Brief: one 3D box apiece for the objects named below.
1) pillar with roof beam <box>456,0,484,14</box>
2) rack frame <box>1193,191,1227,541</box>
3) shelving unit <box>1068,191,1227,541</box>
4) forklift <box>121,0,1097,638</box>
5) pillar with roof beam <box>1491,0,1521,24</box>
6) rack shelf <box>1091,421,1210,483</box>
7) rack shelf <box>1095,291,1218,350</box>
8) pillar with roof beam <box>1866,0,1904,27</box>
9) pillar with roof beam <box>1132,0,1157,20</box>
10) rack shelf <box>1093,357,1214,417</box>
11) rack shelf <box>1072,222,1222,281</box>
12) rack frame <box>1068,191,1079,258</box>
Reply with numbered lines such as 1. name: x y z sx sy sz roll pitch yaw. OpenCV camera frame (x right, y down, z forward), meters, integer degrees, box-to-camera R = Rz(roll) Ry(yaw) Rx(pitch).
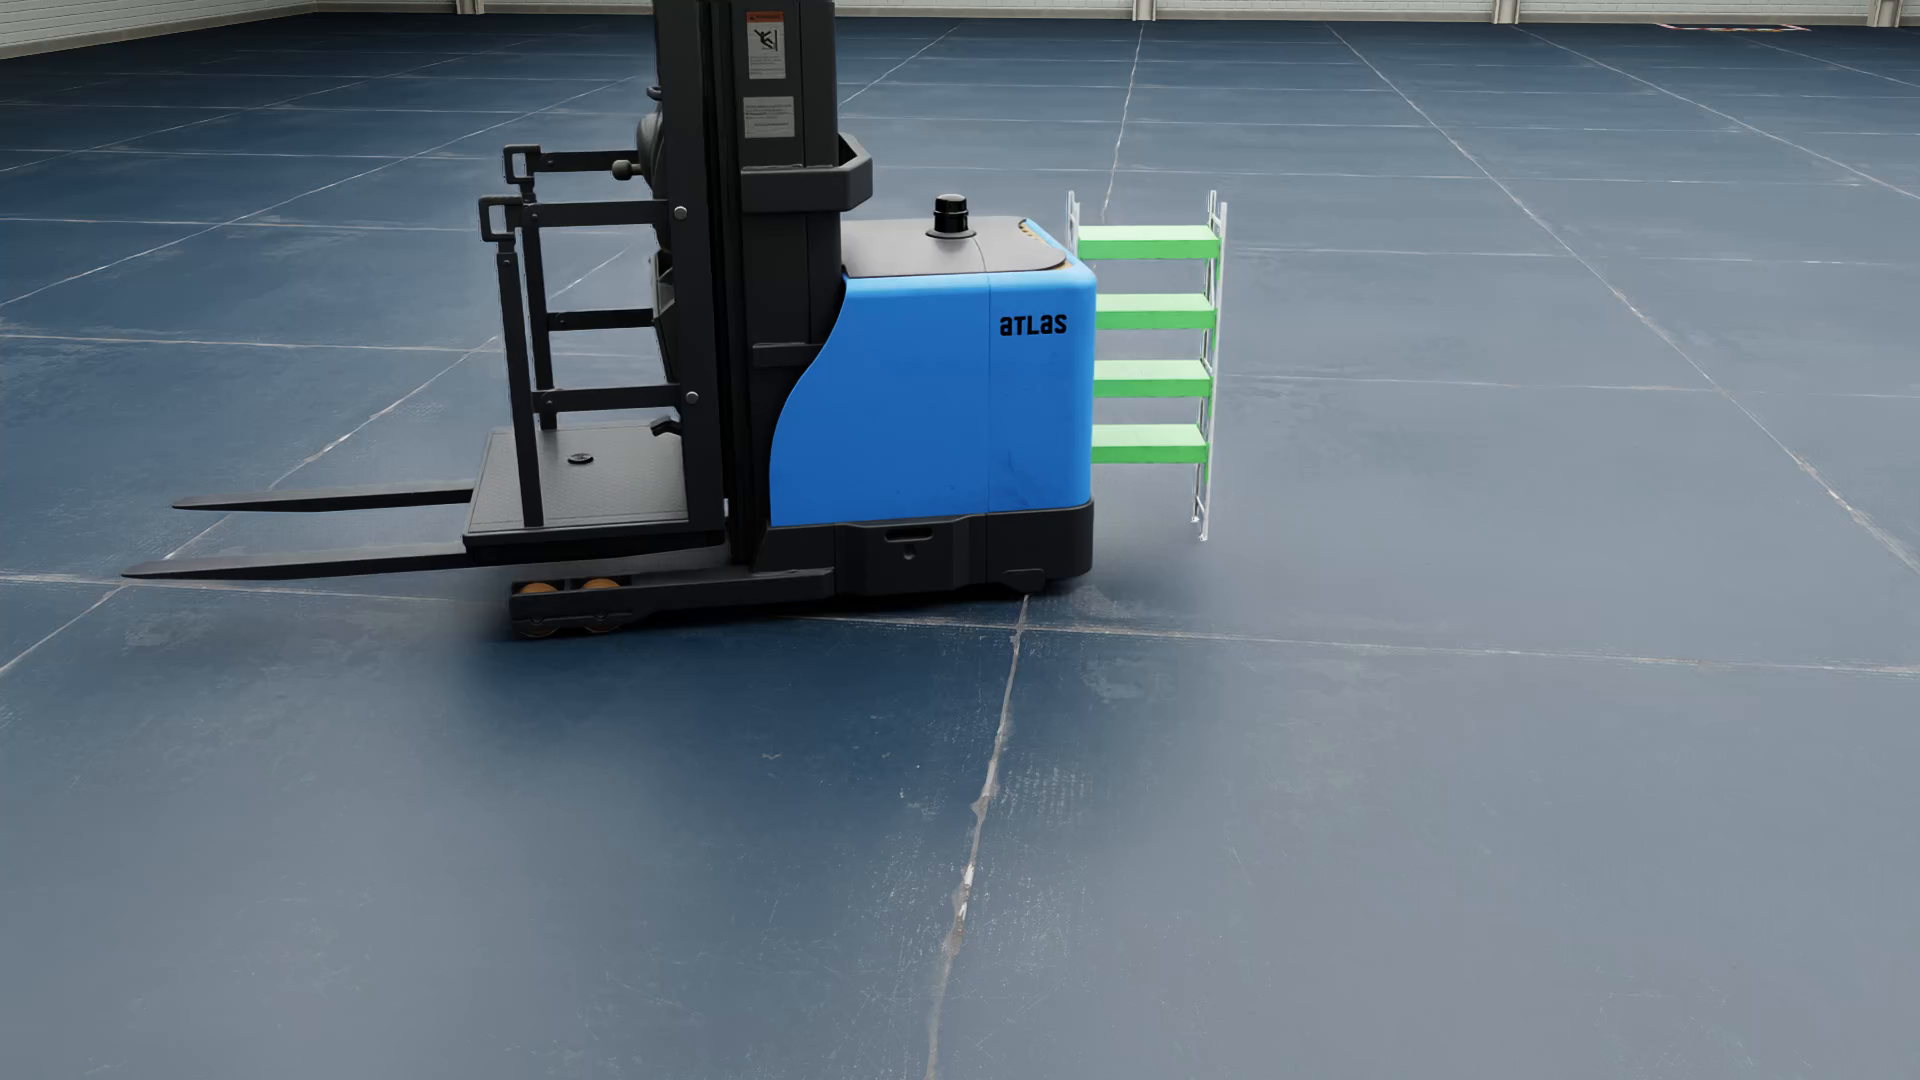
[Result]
1. pillar with roof beam: -9.269 -12.050 24.179 0.400 9.000 9.100 2 22 6
2. rack frame: 0.872 -0.598 5.821 0.015 1.200 0.240 0 22 -1
3. shelving unit: 0.628 -0.596 5.816 0.503 1.200 0.258 0 22 -1
4. forklift: -1.128 -1.269 5.164 3.031 2.935 1.130 -4 22 -10
5. pillar with roof beam: 8.606 -11.271 22.209 0.400 9.000 9.100 2 22 6
6. rack shelf: 0.628 -0.314 5.928 0.480 0.148 0.258 0 22 -1
7. rack shelf: 0.628 -0.760 5.751 0.480 0.148 0.258 0 22 -1
8. pillar with roof beam: 14.564 -11.011 21.553 0.400 9.000 9.100 2 22 6
9. pillar with roof beam: 2.648 -11.531 22.866 0.400 9.000 9.100 2 22 6
10. rack shelf: 0.628 -0.537 5.839 0.480 0.148 0.258 0 22 -1
11. rack shelf: 0.628 -0.983 5.663 0.480 0.148 0.258 0 22 -1
12. rack frame: 0.384 -0.594 5.811 0.015 1.200 0.240 0 22 -1
